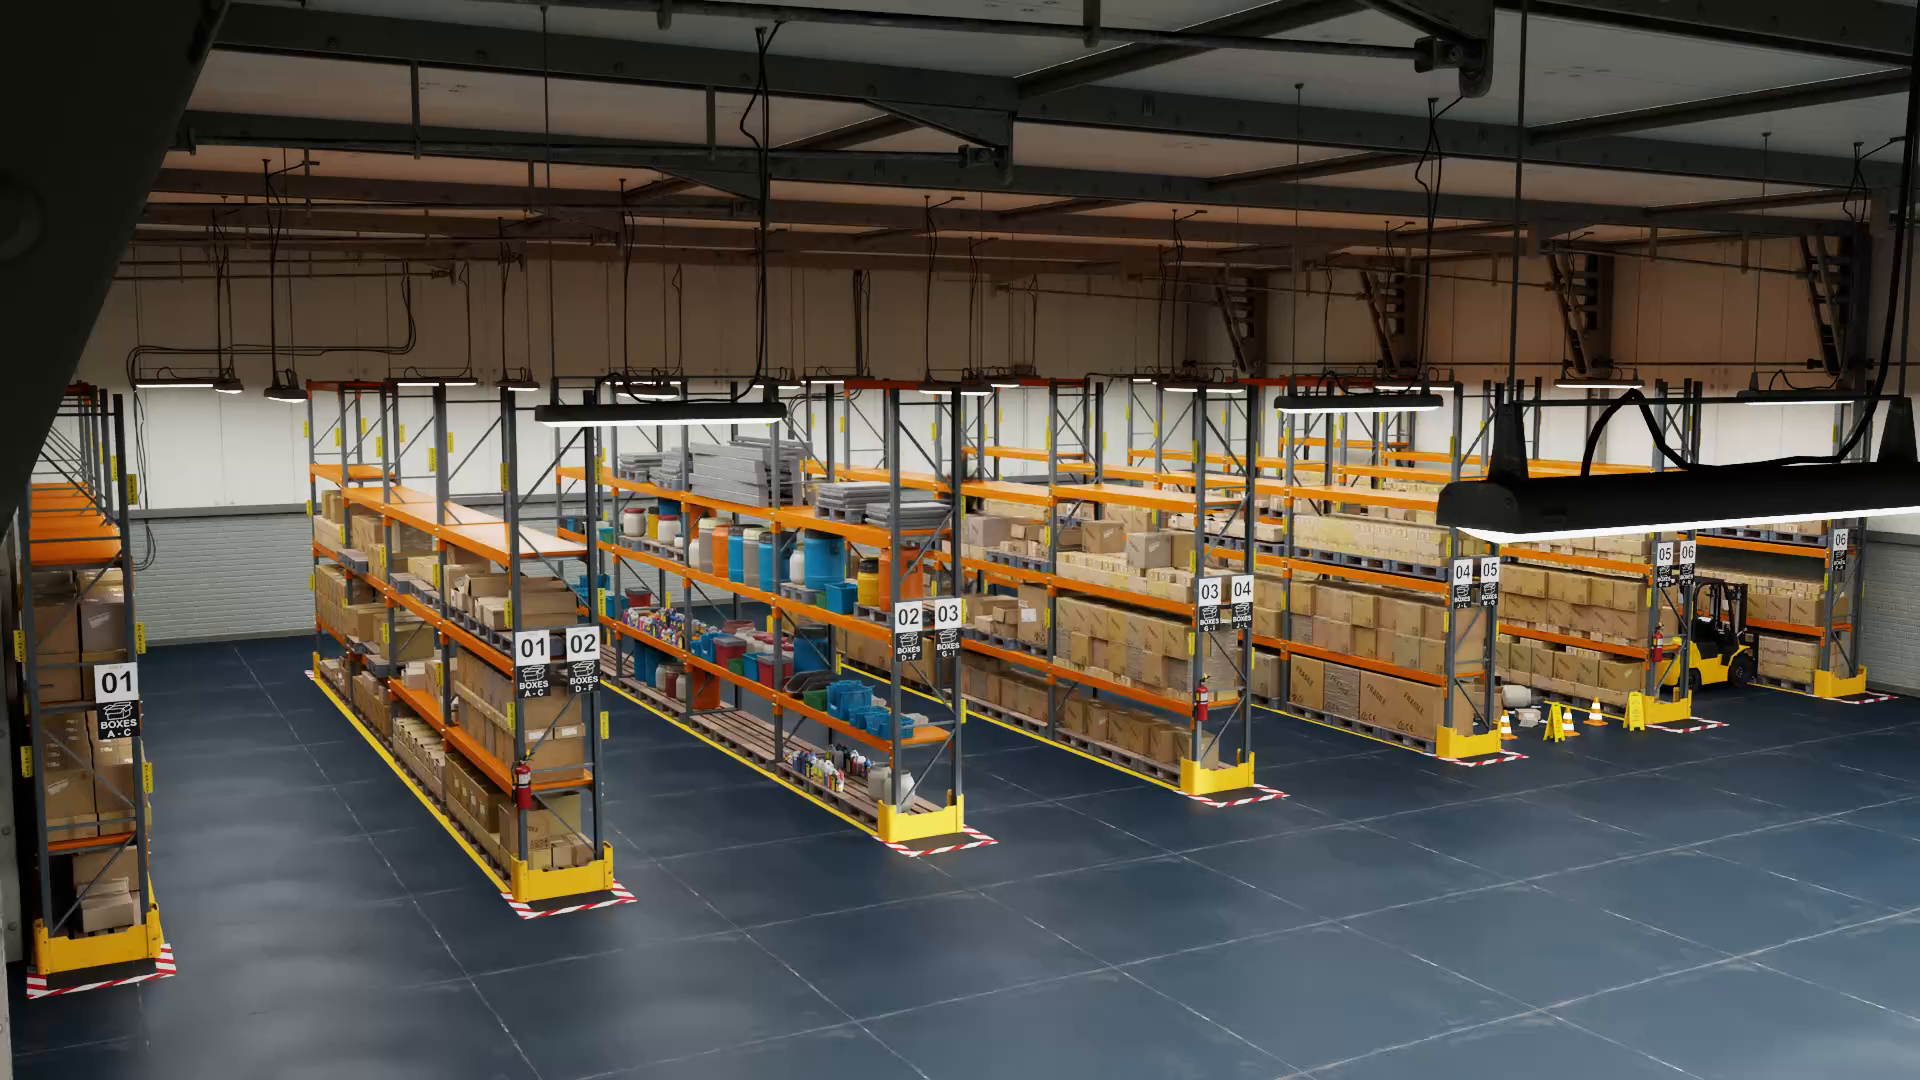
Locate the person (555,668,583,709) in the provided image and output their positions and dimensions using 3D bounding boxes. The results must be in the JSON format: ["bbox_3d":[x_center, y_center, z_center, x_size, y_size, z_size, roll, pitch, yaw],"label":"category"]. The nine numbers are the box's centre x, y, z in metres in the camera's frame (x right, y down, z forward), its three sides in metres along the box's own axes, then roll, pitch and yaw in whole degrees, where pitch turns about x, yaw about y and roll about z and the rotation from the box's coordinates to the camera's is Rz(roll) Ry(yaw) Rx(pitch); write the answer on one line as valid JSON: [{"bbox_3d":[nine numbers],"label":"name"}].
[{"bbox_3d":[-6.760,2.444,28.726,0.556,1.747,0.693,-5,8,-37],"label":"person"}]

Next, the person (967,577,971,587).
[{"bbox_3d":[-0.020,1.041,42.106,0.739,1.620,0.850,-2,6,-20],"label":"person"}]

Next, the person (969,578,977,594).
[{"bbox_3d":[0.519,1.029,42.272,0.674,1.728,0.604,-4,7,-30],"label":"person"}]
